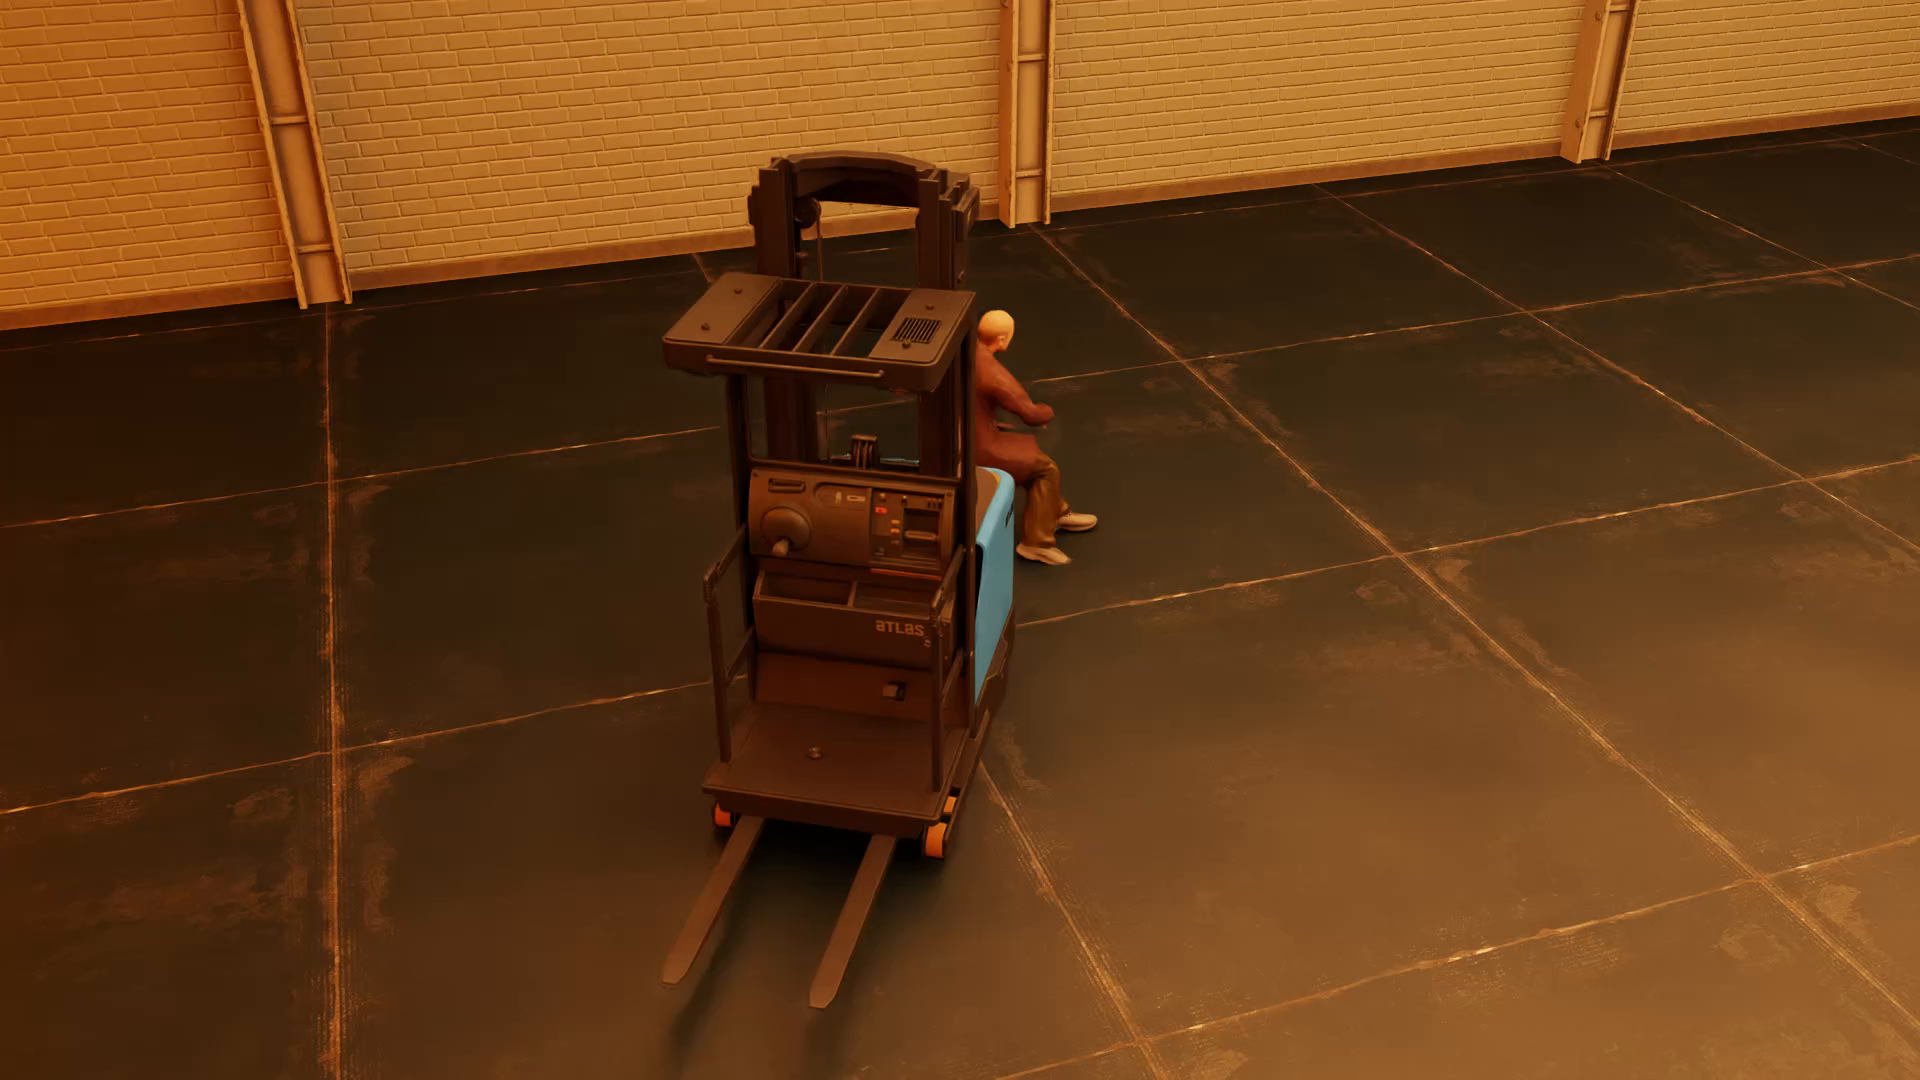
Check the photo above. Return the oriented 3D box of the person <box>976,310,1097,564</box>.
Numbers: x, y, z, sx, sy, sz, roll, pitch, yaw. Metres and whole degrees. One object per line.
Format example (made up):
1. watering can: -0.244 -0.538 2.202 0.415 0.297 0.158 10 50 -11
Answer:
1. person: 0.352 -0.639 9.709 0.947 1.565 0.833 -17 34 -27

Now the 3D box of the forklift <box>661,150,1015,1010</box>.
1. forklift: -0.525 -0.037 7.151 1.130 2.935 3.031 6 31 11
